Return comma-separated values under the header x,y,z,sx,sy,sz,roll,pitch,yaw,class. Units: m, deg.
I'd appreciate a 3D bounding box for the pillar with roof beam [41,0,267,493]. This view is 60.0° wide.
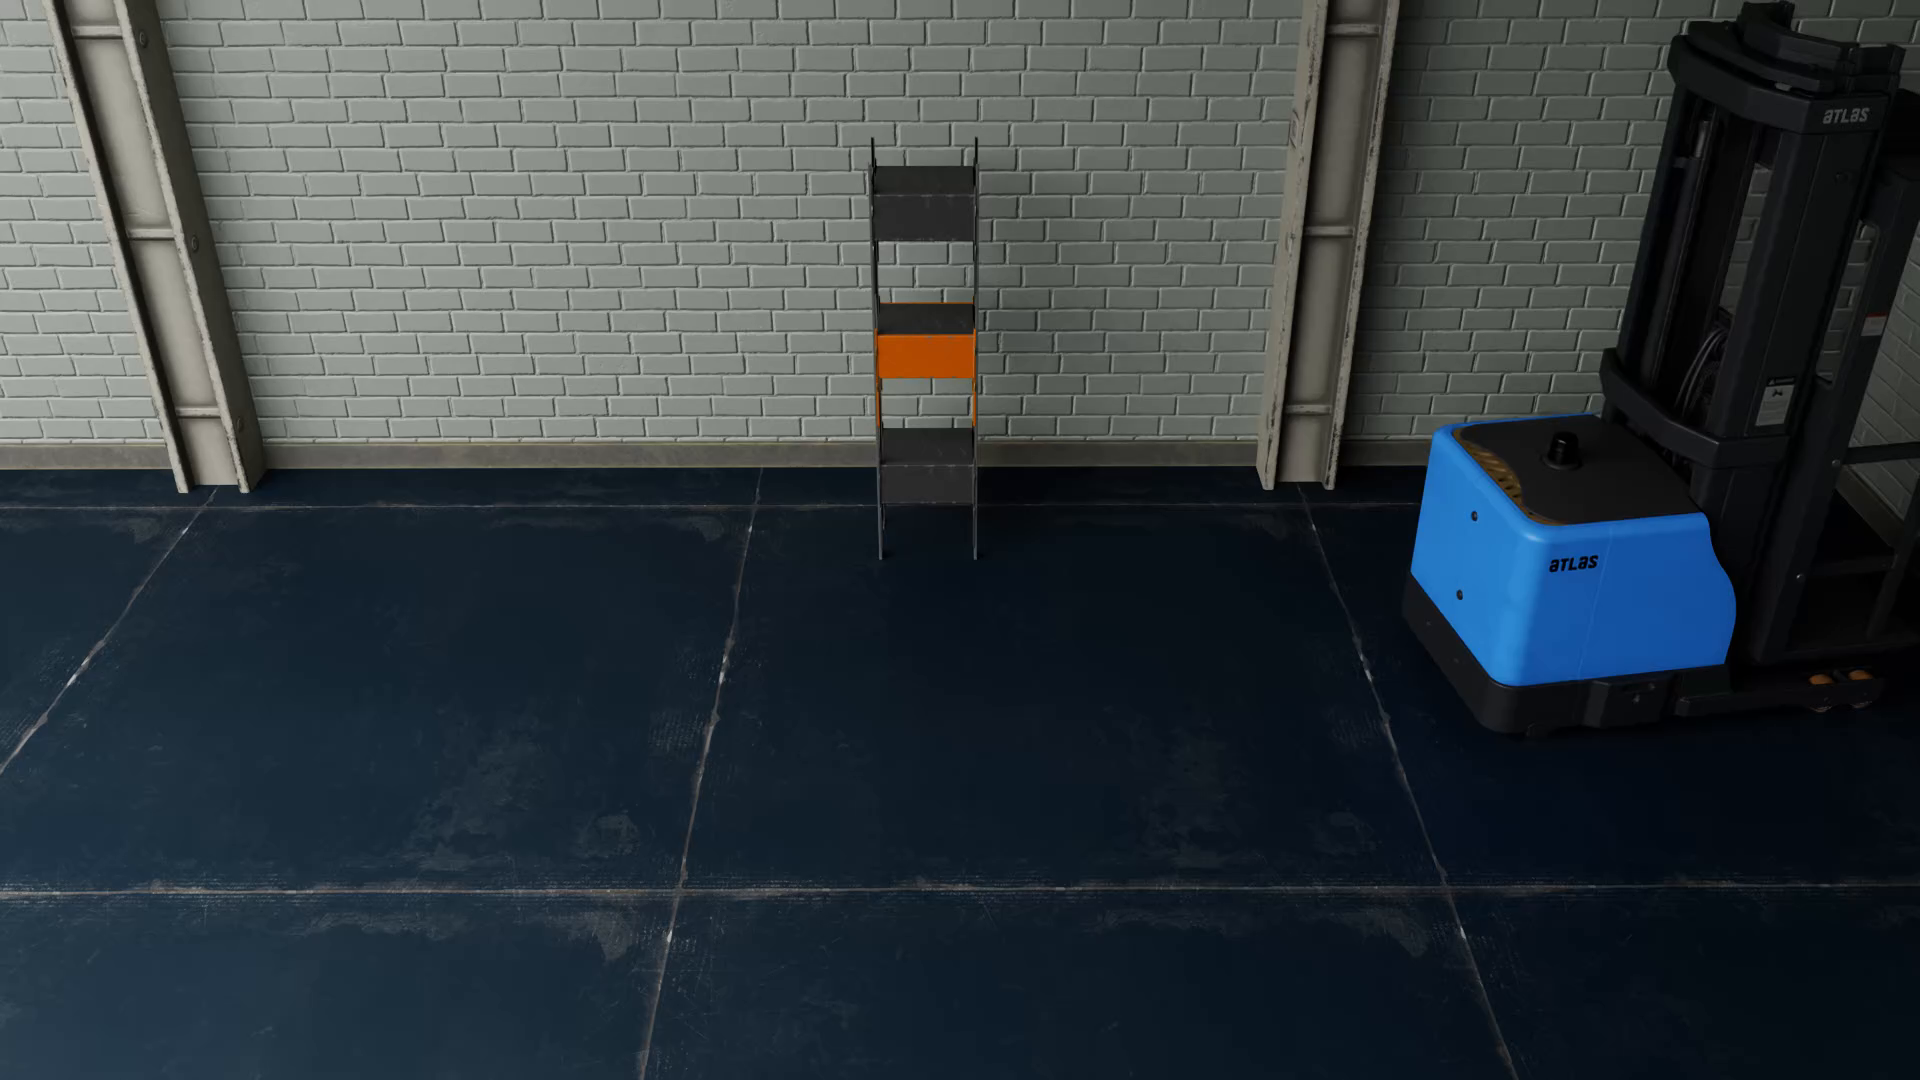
x,y,z,sx,sy,sz,roll,pitch,yaw,class
-4.093,-1.956,3.298,0.400,9.000,9.100,0,31,0,pillar with roof beam

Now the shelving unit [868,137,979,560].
x,y,z,sx,sy,sz,roll,pitch,yaw,class
-0.166,-0.897,8.204,0.503,2.100,0.431,0,31,0,shelving unit

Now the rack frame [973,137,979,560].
x,y,z,sx,sy,sz,roll,pitch,yaw,class
0.078,-0.898,8.206,0.015,2.100,0.400,0,31,0,rack frame

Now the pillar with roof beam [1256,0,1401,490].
x,y,z,sx,sy,sz,roll,pitch,yaw,class
1.907,-1.974,3.329,0.400,9.000,9.100,0,31,0,pillar with roof beam

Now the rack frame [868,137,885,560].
x,y,z,sx,sy,sz,roll,pitch,yaw,class
-0.410,-0.896,8.203,0.015,2.100,0.400,0,31,0,rack frame

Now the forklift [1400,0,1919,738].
x,y,z,sx,sy,sz,roll,pitch,yaw,class
3.693,-0.748,7.157,3.031,2.935,1.130,-5,32,-9,forklift

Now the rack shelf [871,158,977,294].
x,y,z,sx,sy,sz,roll,pitch,yaw,class
-0.166,-1.484,7.848,0.480,0.518,0.431,0,31,0,rack shelf

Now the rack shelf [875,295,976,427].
x,y,z,sx,sy,sz,roll,pitch,yaw,class
-0.166,-0.885,8.212,0.480,0.518,0.431,0,31,0,rack shelf

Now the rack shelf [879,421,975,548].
x,y,z,sx,sy,sz,roll,pitch,yaw,class
-0.166,-0.287,8.575,0.480,0.518,0.431,0,31,0,rack shelf
